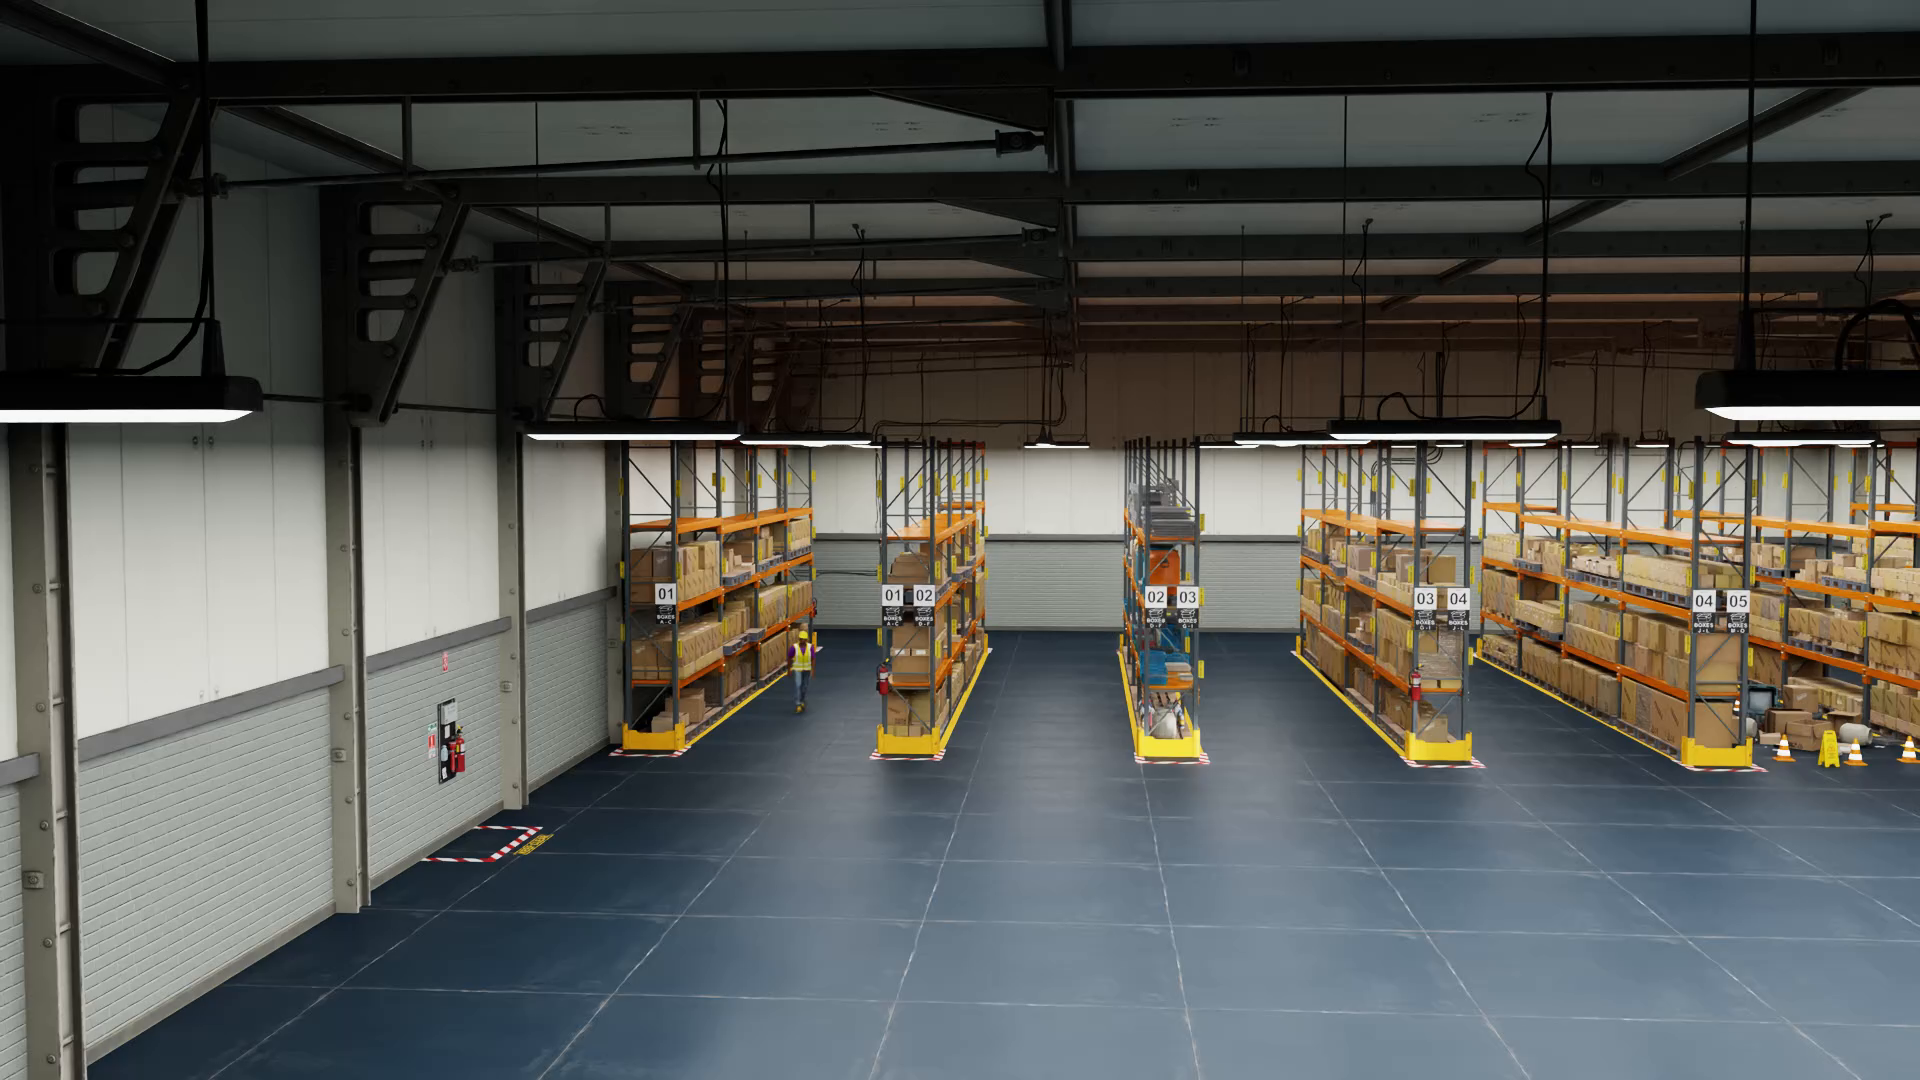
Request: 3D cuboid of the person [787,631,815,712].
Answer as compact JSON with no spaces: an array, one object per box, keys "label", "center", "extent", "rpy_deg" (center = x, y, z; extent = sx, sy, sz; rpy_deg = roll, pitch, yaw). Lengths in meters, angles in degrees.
[{"label":"person","center":[-3.475,2.872,36.686],"extent":[0.592,1.721,0.950],"rpy_deg":[-1,3,-23]}]
